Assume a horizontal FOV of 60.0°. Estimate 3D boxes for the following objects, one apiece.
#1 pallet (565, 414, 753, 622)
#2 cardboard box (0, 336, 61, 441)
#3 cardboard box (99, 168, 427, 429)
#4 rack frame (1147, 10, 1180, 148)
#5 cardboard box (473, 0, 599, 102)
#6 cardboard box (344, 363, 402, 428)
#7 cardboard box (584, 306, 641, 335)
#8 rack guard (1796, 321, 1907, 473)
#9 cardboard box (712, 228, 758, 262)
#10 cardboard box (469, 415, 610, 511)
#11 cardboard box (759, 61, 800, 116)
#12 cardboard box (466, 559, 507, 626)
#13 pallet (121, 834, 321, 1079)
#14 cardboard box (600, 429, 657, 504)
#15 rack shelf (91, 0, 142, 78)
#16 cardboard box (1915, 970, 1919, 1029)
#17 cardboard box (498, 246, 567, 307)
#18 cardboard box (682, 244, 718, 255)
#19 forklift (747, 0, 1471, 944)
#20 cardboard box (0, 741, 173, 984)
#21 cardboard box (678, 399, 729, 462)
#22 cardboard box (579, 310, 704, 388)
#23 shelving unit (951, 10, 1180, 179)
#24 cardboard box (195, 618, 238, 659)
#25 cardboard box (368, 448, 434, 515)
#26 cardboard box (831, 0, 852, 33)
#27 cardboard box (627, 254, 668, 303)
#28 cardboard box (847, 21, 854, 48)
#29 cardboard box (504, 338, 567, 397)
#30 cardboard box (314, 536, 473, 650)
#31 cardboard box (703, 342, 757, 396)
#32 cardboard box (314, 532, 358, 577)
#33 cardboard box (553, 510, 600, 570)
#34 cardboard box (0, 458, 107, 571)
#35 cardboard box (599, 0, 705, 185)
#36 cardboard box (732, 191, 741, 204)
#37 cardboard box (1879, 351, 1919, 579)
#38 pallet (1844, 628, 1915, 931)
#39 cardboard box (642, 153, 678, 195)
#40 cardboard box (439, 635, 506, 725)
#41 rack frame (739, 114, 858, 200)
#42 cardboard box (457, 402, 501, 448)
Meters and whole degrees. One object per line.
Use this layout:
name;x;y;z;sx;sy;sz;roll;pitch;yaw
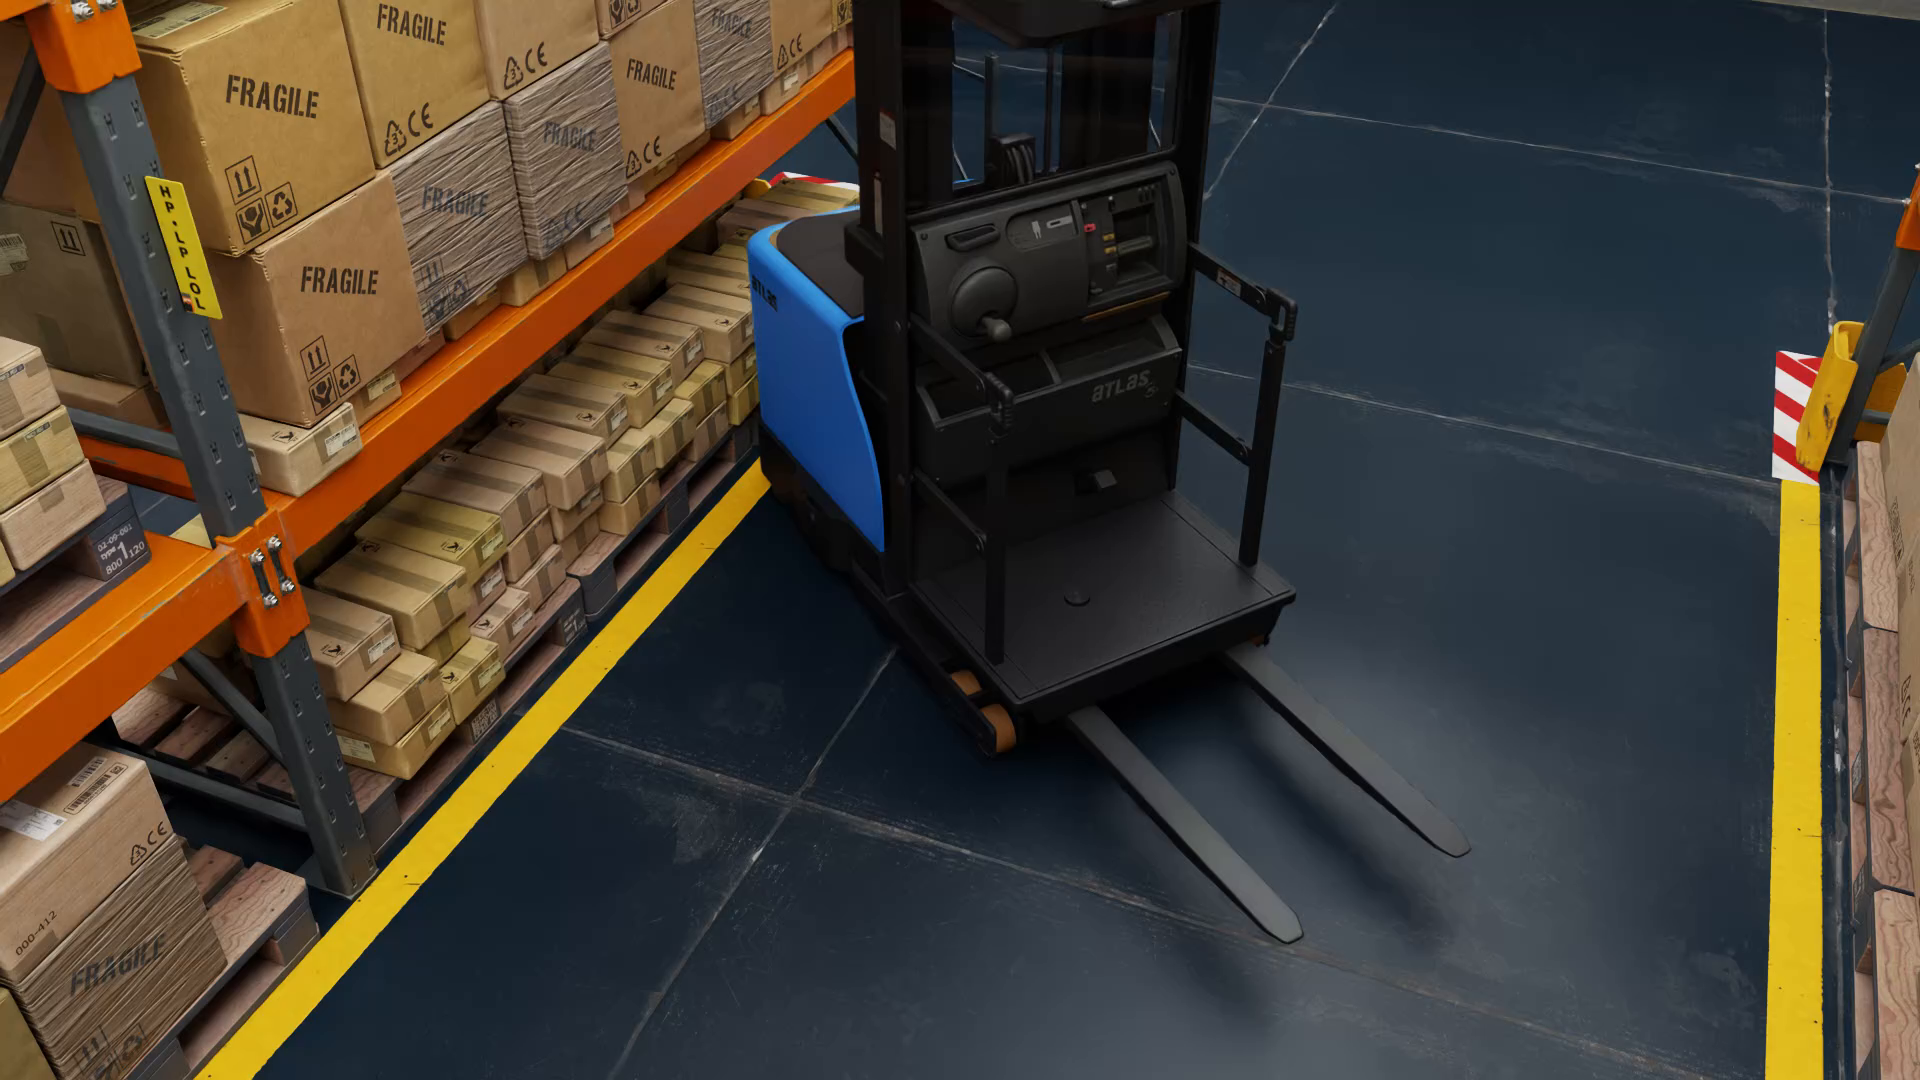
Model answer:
pallet;-1.520;-0.235;6.389;1.003;0.211;1.213;14;39;18
cardboard box;-2.178;-0.334;3.553;0.380;0.149;0.250;16;40;20
cardboard box;-1.784;-0.671;4.310;0.500;0.500;0.500;13;39;17
rack frame;0.724;-1.697;7.267;0.032;1.500;0.500;-28;45;-32
cardboard box;-1.405;-1.611;4.733;0.500;0.500;0.500;14;39;18
cardboard box;-1.765;-0.436;4.538;0.380;0.149;0.250;15;39;19
cardboard box;-1.499;-0.843;6.654;0.380;0.149;0.250;12;38;16
rack guard;3.942;-0.450;6.434;1.175;0.500;0.348;14;39;18
cardboard box;-0.780;-1.125;6.783;0.380;0.149;0.250;13;39;17
cardboard box;-1.422;-0.265;5.632;0.380;0.149;0.250;15;39;19
cardboard box;-0.832;-1.746;6.290;0.380;0.149;0.250;15;39;19
cardboard box;-1.699;0.129;5.355;0.380;0.149;0.250;14;39;17
pallet;-2.500;1.254;4.396;1.003;0.211;1.213;14;39;18
cardboard box;-1.313;-0.292;5.918;0.380;0.149;0.250;14;39;17
rack shelf;-1.444;-2.315;4.937;1.077;0.370;4.000;14;39;18
cardboard box;2.749;1.312;3.779;0.875;0.438;0.875;13;39;17
cardboard box;-1.447;-0.870;5.118;0.380;0.149;0.250;15;39;19
cardboard box;-1.277;-1.284;7.245;0.380;0.149;0.250;14;39;18
forklift;0.398;-0.801;4.873;1.130;2.935;3.031;-19;41;-24
cardboard box;-2.255;0.708;3.908;0.500;0.250;0.500;13;39;17
cardboard box;-1.119;-0.463;6.394;0.380;0.149;0.250;15;39;19
cardboard box;-1.191;-0.714;6.233;0.380;0.149;0.250;13;39;16
shelving unit;0.344;-1.494;6.996;1.048;1.500;0.538;-28;45;-32
cardboard box;-2.311;0.185;5.031;0.380;0.149;0.250;15;39;19
cardboard box;-1.991;-0.231;5.588;0.380;0.149;0.250;15;39;19
cardboard box;-0.616;-2.361;6.571;0.500;0.500;0.500;15;39;19
cardboard box;-1.423;-1.115;6.769;0.380;0.149;0.250;12;38;16
cardboard box;-0.546;-2.164;6.849;0.380;0.149;0.250;14;39;18
cardboard box;-1.687;-0.667;6.170;0.380;0.149;0.250;14;39;18
cardboard box;-1.723;0.158;5.066;0.380;0.149;0.250;16;40;20
cardboard box;-1.002;-0.720;6.489;0.380;0.149;0.250;14;39;18
cardboard box;-2.202;0.008;5.516;0.380;0.149;0.250;13;39;16
cardboard box;-1.502;-0.055;5.848;0.380;0.149;0.250;12;38;16
cardboard box;-2.173;-0.097;3.734;0.380;0.149;0.250;13;39;17
cardboard box;-1.201;-1.520;5.447;0.500;0.500;0.500;16;40;20
cardboard box;-1.197;-1.561;7.367;0.380;0.149;0.250;12;38;16
cardboard box;3.774;-0.191;5.790;0.875;0.438;0.875;13;39;16
pallet;3.235;0.813;4.986;1.003;0.211;1.213;14;39;18
cardboard box;-1.204;-1.320;5.720;0.380;0.149;0.250;15;39;19
cardboard box;-1.669;0.403;5.235;0.380;0.149;0.250;15;39;19
rack frame;-0.684;-2.509;7.102;1.000;3.000;0.127;14;39;18
cardboard box;-1.817;-0.398;6.059;0.380;0.149;0.250;12;38;16
